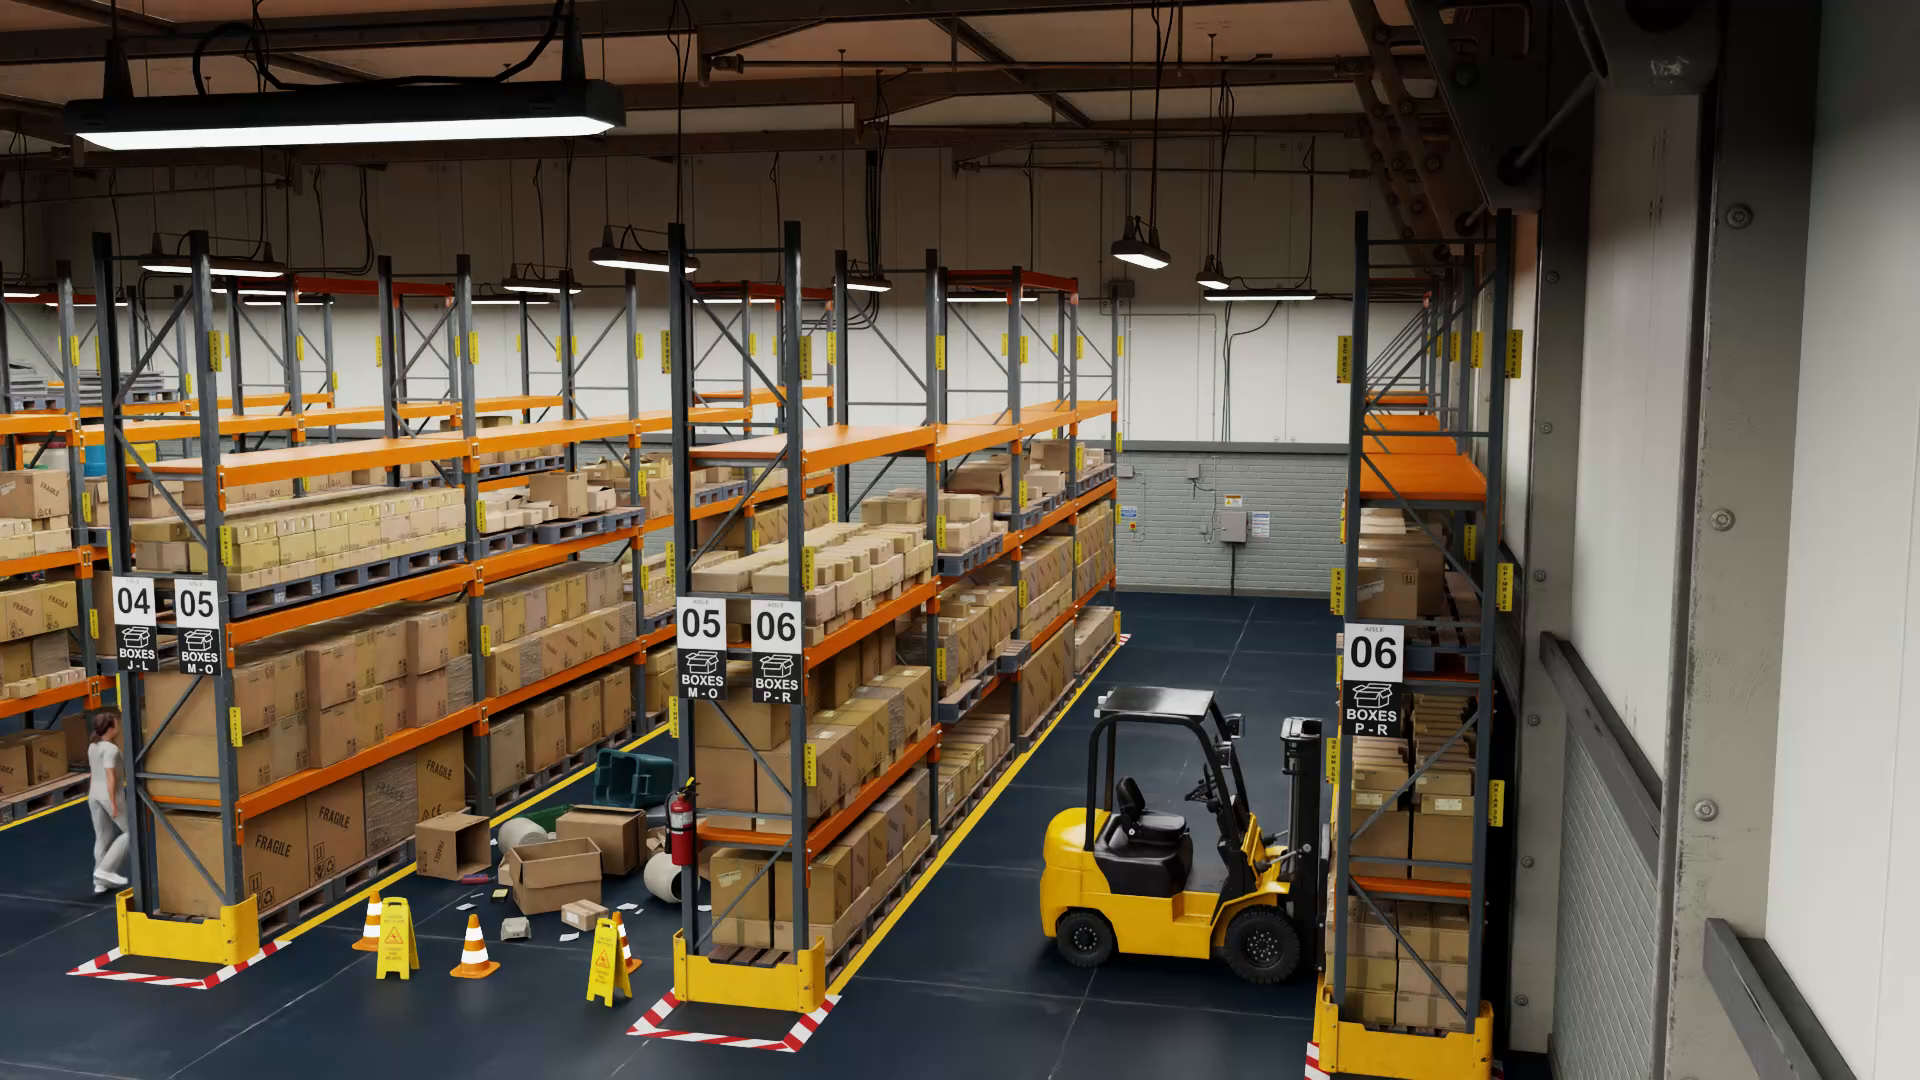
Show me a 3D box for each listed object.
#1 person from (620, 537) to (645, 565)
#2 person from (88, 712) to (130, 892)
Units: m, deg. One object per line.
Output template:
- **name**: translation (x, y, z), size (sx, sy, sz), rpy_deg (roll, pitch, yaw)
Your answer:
- **person**: translation (-5.918, 0.693, 29.864), size (0.573, 1.671, 0.465), rpy_deg (1, 7, 7)
- **person**: translation (-7.980, 2.449, 15.533), size (0.508, 1.661, 0.472), rpy_deg (3, 8, 22)
